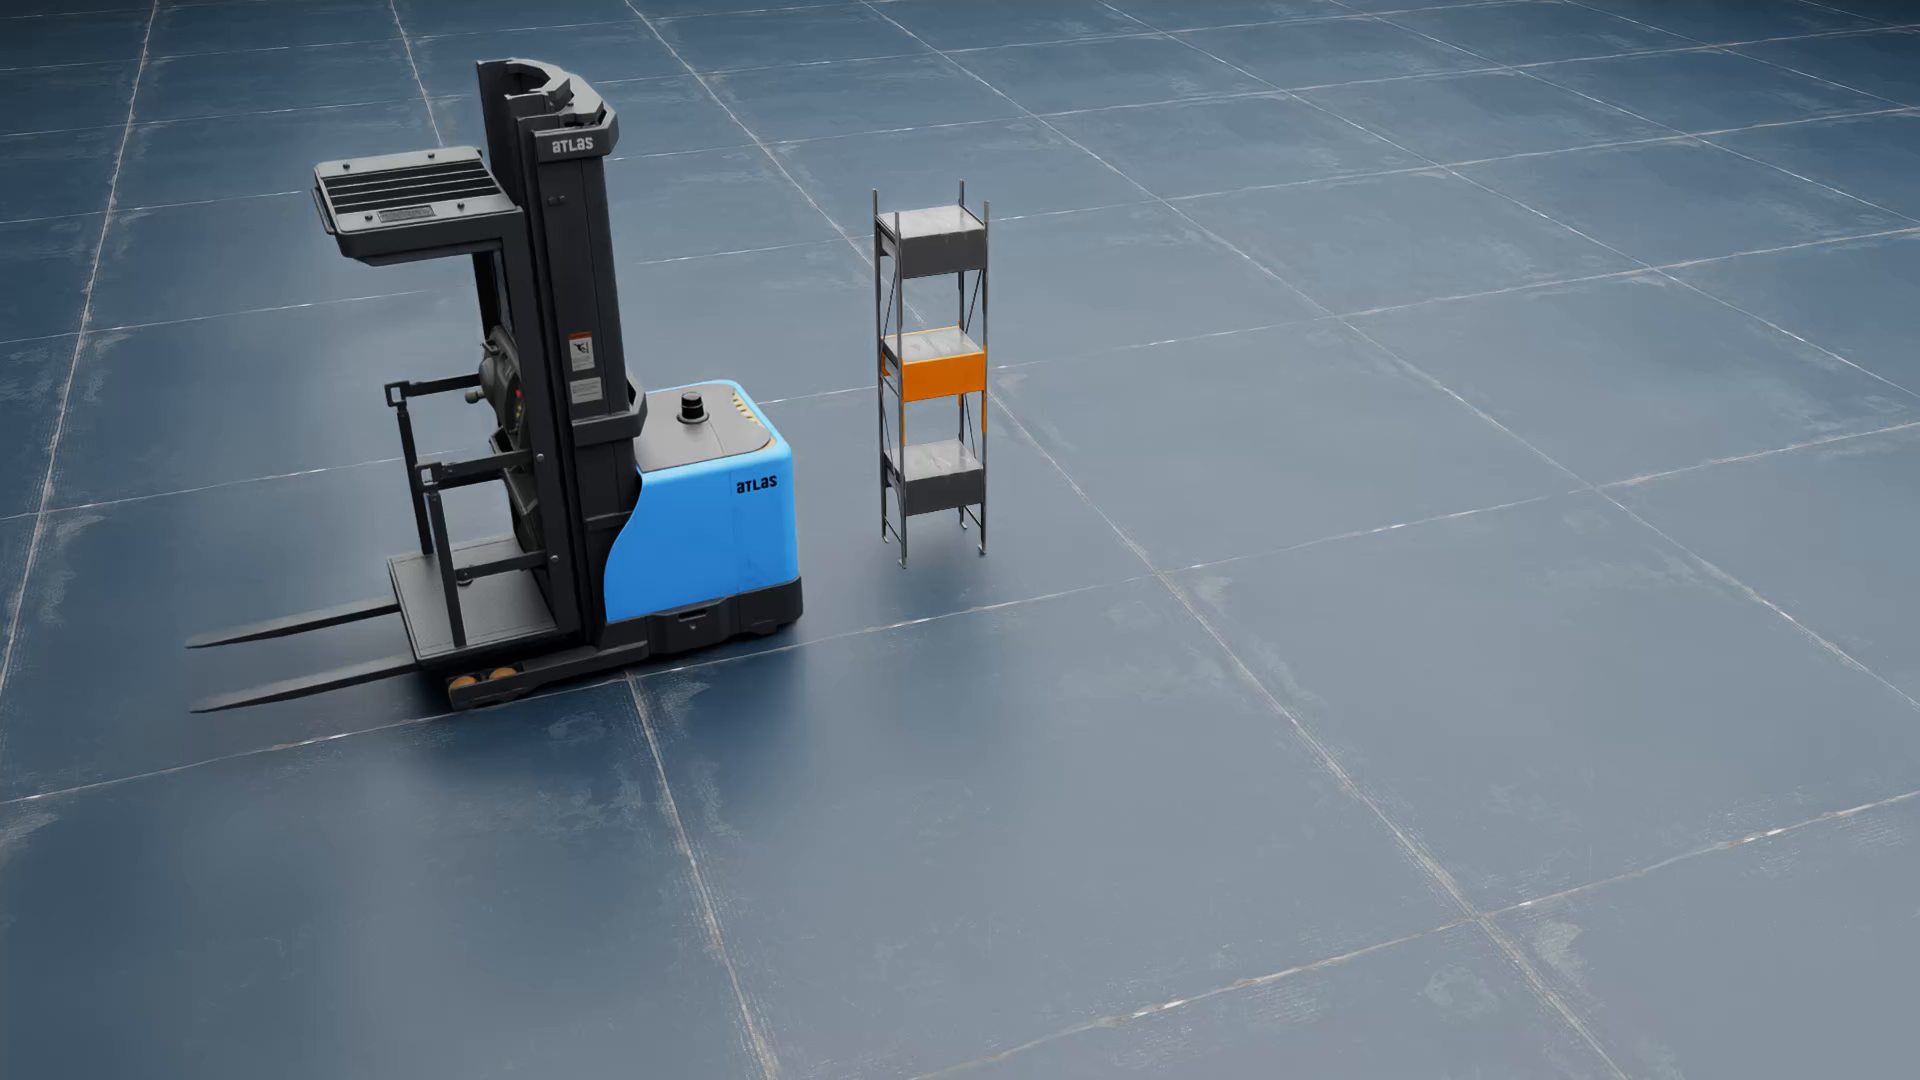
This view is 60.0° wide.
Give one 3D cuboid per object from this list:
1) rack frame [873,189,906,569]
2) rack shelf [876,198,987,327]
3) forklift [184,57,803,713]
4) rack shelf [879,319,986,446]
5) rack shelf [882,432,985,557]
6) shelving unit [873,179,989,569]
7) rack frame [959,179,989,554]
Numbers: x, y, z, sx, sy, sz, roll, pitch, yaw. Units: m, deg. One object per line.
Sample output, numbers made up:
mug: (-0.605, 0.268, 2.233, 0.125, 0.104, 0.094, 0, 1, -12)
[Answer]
rack frame: (-0.384, -0.842, 9.106, 0.015, 2.100, 0.400, -10, 31, -18)
rack shelf: (-0.155, -1.480, 8.840, 0.480, 0.518, 0.431, -10, 31, -18)
forklift: (-2.403, -0.724, 8.060, 3.031, 2.935, 1.130, -13, 32, -21)
rack shelf: (-0.155, -0.872, 9.187, 0.480, 0.518, 0.431, -10, 31, -18)
rack shelf: (-0.155, -0.264, 9.533, 0.480, 0.518, 0.431, -10, 31, -18)
shelving unit: (-0.155, -0.884, 9.180, 0.503, 2.100, 0.431, -10, 31, -18)
rack frame: (0.074, -0.926, 9.254, 0.015, 2.100, 0.400, -10, 31, -18)
